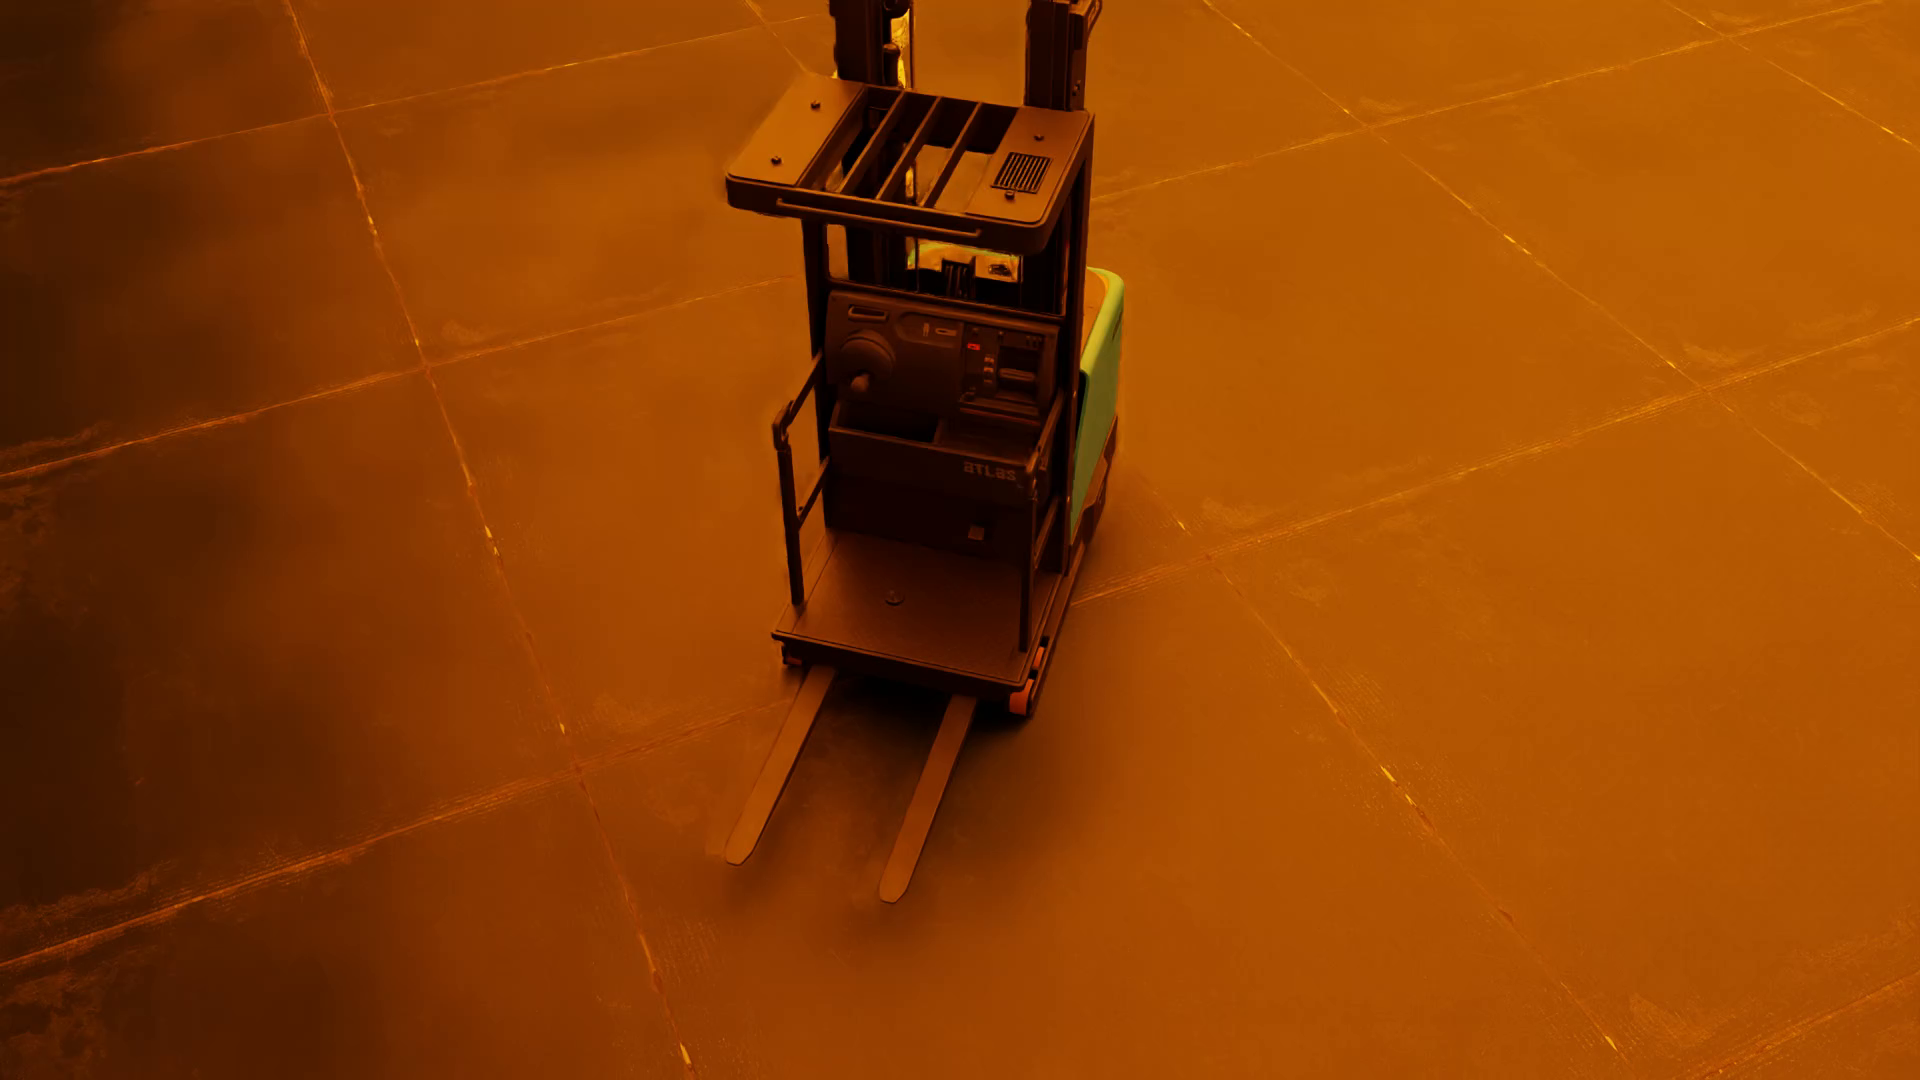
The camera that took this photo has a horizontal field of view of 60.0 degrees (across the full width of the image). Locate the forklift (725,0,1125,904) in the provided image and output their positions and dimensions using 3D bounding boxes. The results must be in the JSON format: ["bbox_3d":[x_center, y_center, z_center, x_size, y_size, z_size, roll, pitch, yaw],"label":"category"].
[{"bbox_3d":[-0.137,-0.634,6.359,1.130,2.935,3.031,11,44,12],"label":"forklift"}]

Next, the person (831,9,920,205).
[{"bbox_3d":[-0.540,-2.513,9.337,0.680,1.628,0.487,-25,49,-25],"label":"person"}]
